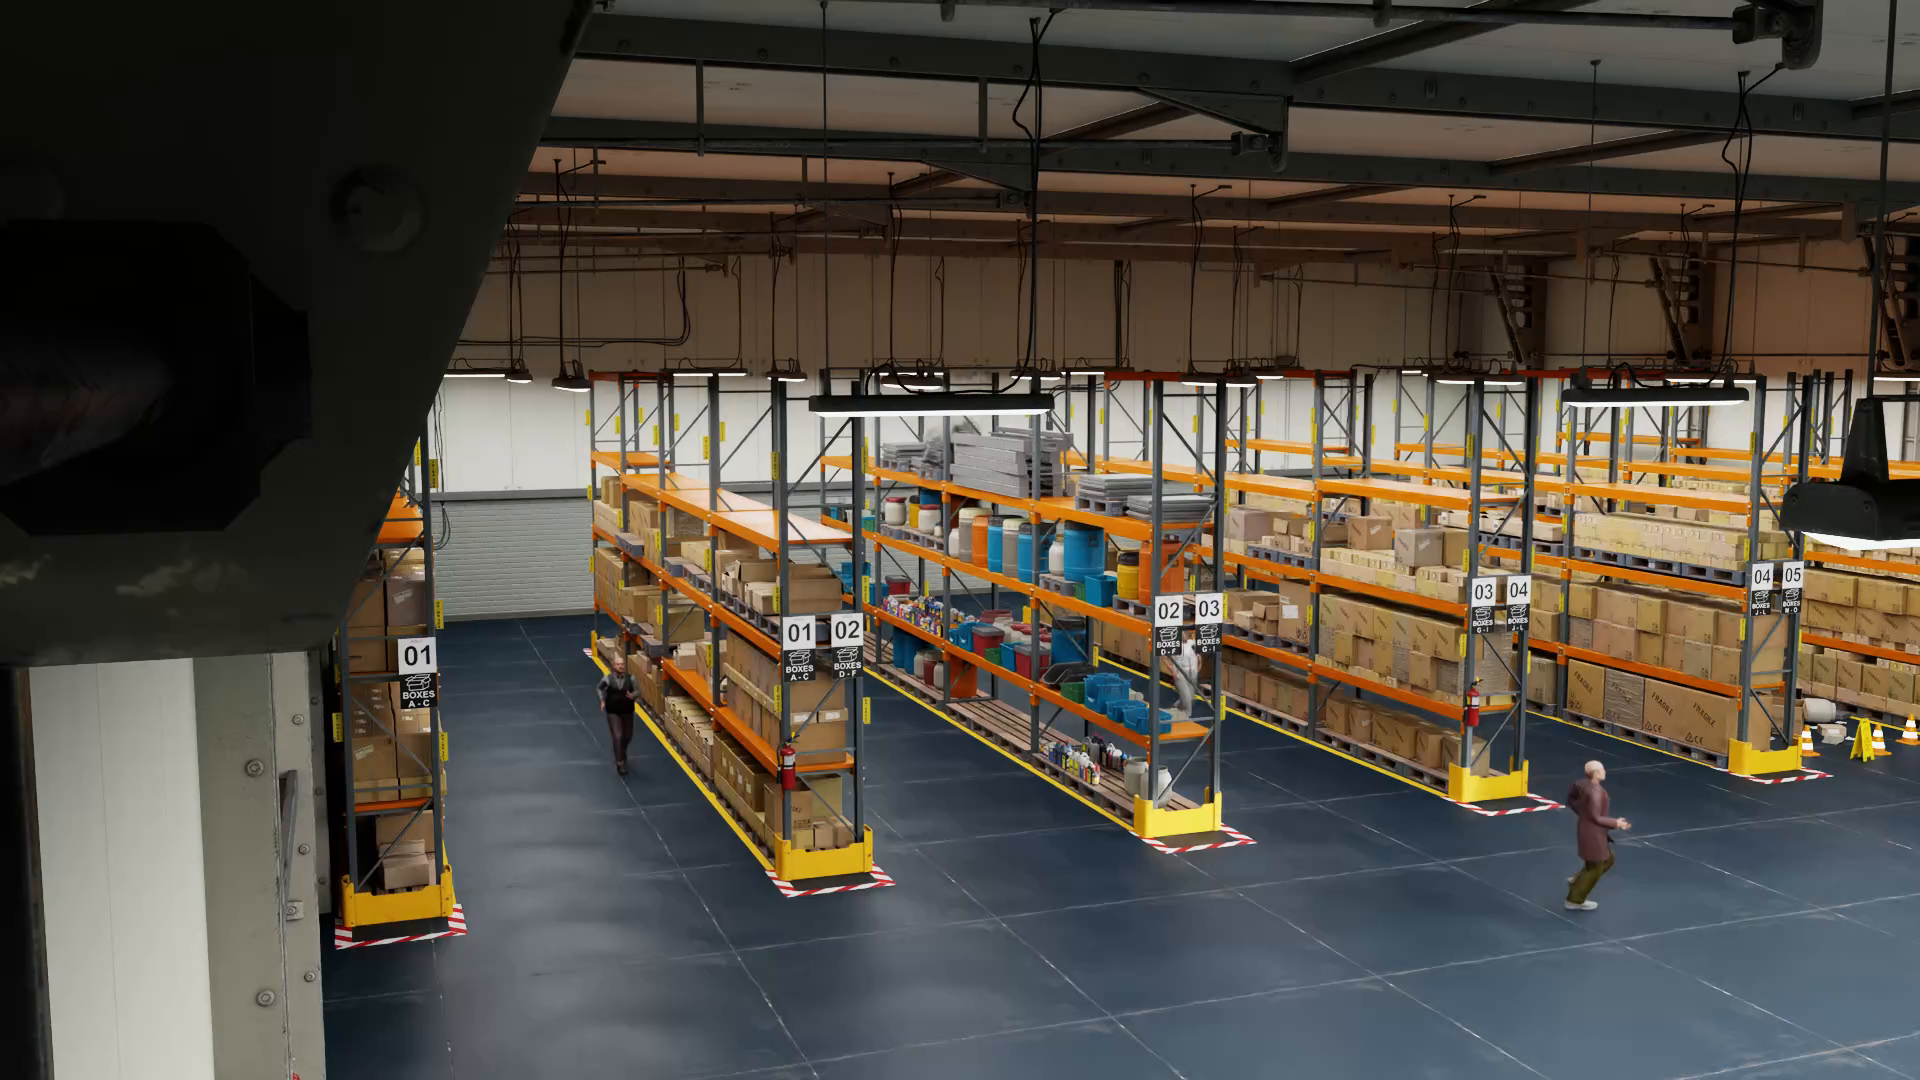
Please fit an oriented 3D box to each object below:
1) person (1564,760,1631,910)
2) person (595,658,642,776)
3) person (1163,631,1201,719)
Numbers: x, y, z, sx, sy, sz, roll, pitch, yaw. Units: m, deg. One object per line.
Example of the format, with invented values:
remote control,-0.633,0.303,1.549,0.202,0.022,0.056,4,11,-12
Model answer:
person,7.233,3.351,18.890,0.654,1.735,0.682,1,6,7
person,-5.162,2.636,25.270,0.656,1.707,0.970,-3,7,-23
person,3.746,2.277,27.805,0.655,1.783,0.775,-2,7,-21
